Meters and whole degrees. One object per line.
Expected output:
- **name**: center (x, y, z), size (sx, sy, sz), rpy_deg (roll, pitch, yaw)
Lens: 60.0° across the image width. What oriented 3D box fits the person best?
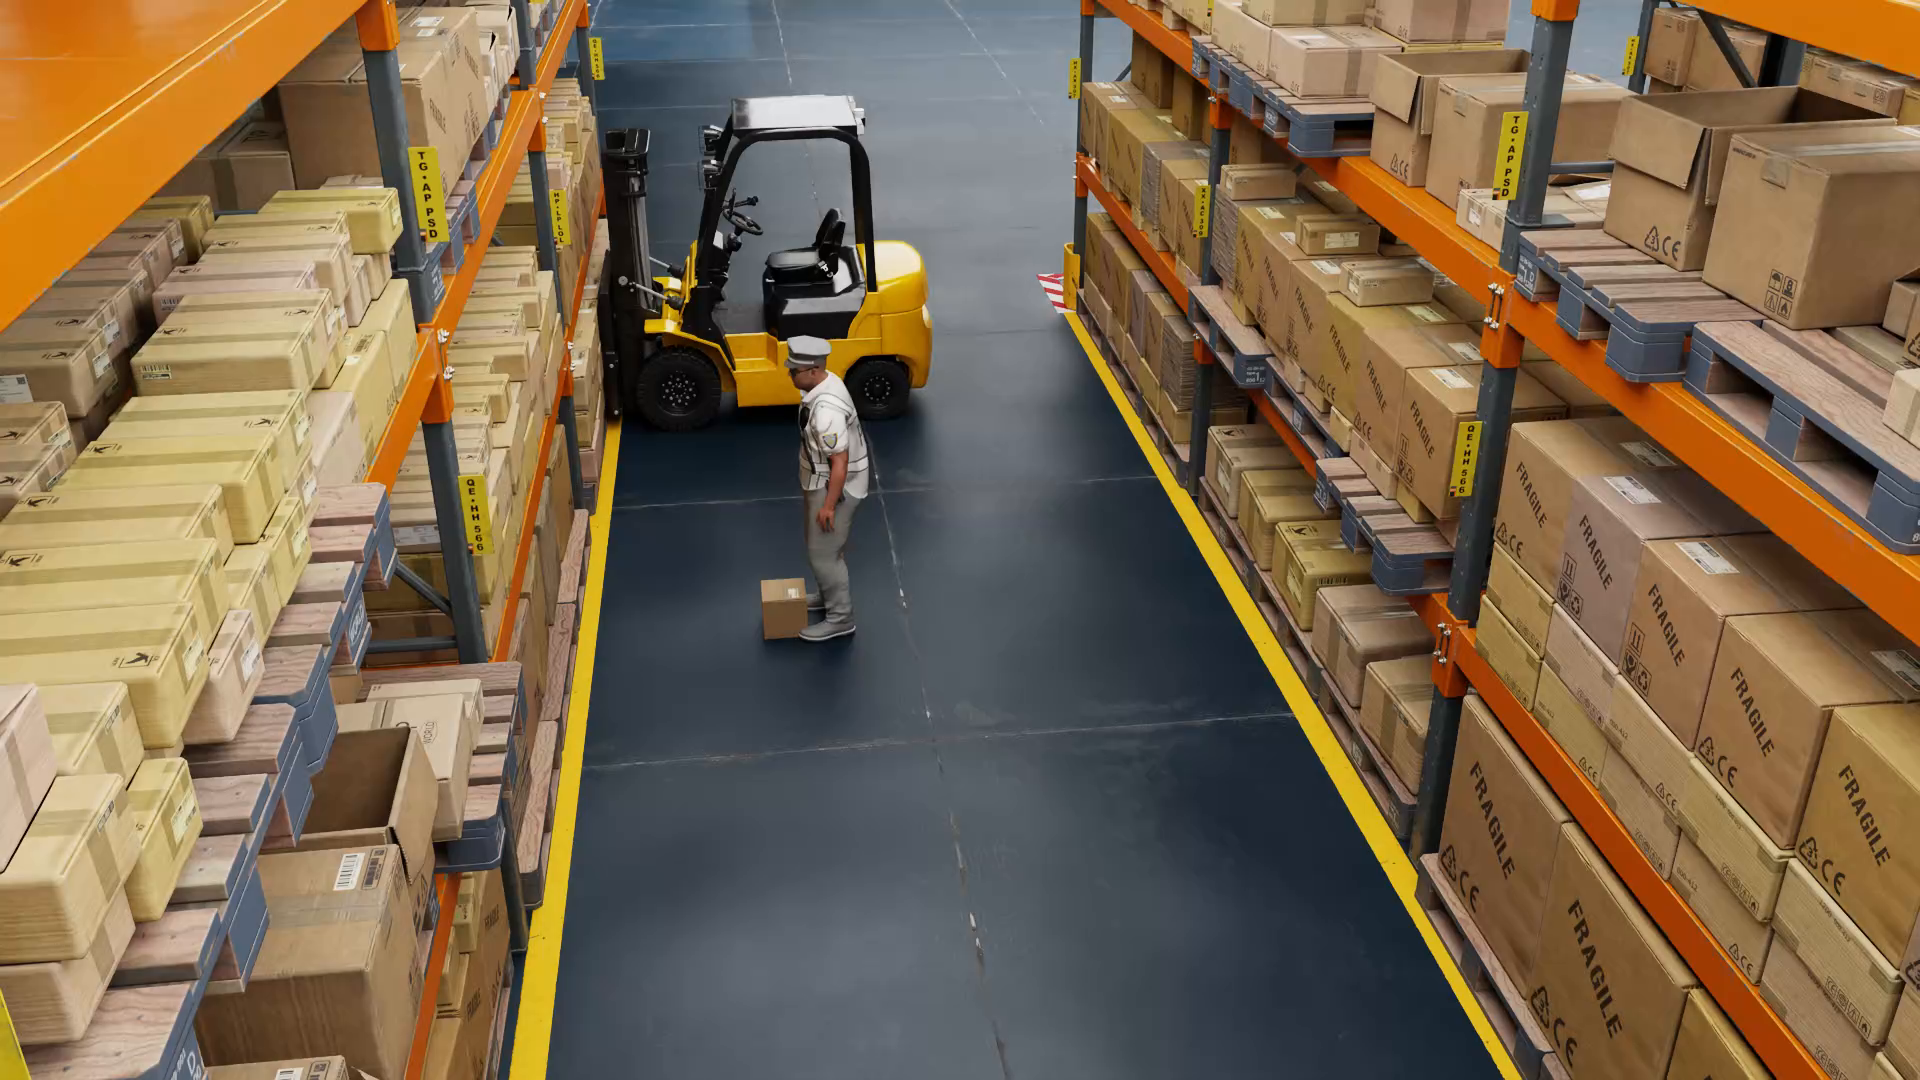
- **person**: center (-0.728, -0.296, 9.189), size (0.433, 1.748, 0.606), rpy_deg (-5, 27, -10)
